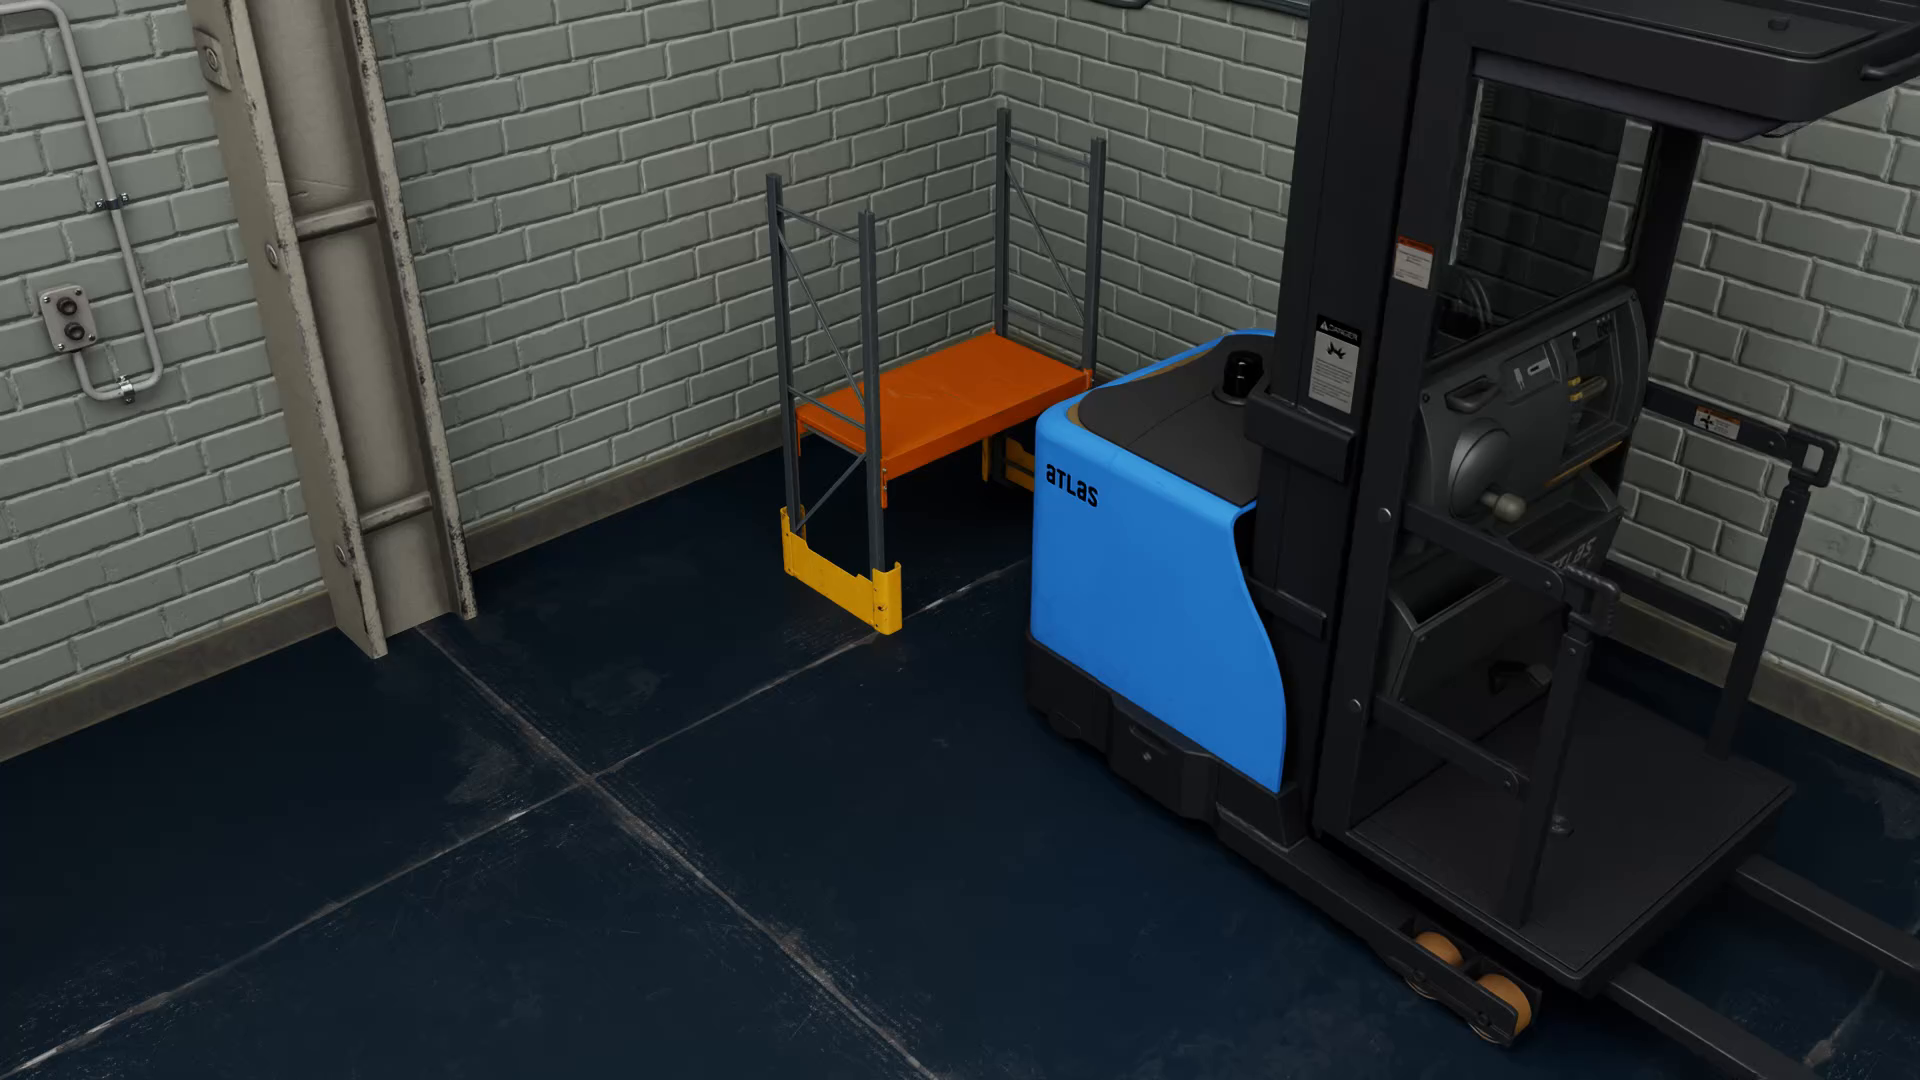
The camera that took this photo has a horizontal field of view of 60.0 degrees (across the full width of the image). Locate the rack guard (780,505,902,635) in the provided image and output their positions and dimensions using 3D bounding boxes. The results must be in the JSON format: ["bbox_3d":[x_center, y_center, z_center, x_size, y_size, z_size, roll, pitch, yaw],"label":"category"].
[{"bbox_3d":[-0.421,0.097,5.852,0.087,0.250,0.587,-26,40,-35],"label":"rack guard"}]

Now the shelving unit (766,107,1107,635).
[{"bbox_3d":[-0.056,-0.613,5.815,1.083,1.500,0.587,-26,40,-35],"label":"shelving unit"}]

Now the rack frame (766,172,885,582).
[{"bbox_3d":[-0.435,-0.429,5.514,0.032,1.500,0.500,-26,40,-35],"label":"rack frame"}]

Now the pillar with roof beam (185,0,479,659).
[{"bbox_3d":[0.994,-1.919,0.763,0.400,9.000,9.100,-26,40,-35],"label":"pillar with roof beam"}]

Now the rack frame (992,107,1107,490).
[{"bbox_3d":[0.310,-0.790,6.104,0.032,1.500,0.500,-26,40,-35],"label":"rack frame"}]

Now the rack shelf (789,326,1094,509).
[{"bbox_3d":[-0.063,-0.456,5.903,1.000,0.185,0.538,-26,40,-35],"label":"rack shelf"}]

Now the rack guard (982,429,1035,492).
[{"bbox_3d":[0.309,-0.256,6.429,0.087,0.250,0.587,-26,40,-35],"label":"rack guard"}]

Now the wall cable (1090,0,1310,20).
[{"bbox_3d":[1.066,-2.822,5.216,0.112,2.526,3.097,-26,40,-35],"label":"wall cable"}]

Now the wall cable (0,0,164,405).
[{"bbox_3d":[-3.029,-0.968,3.983,1.851,1.984,0.084,-26,40,-35],"label":"wall cable"}]

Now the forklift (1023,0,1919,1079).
[{"bbox_3d":[1.543,-0.288,3.911,1.130,2.935,3.031,-24,39,-34],"label":"forklift"}]
